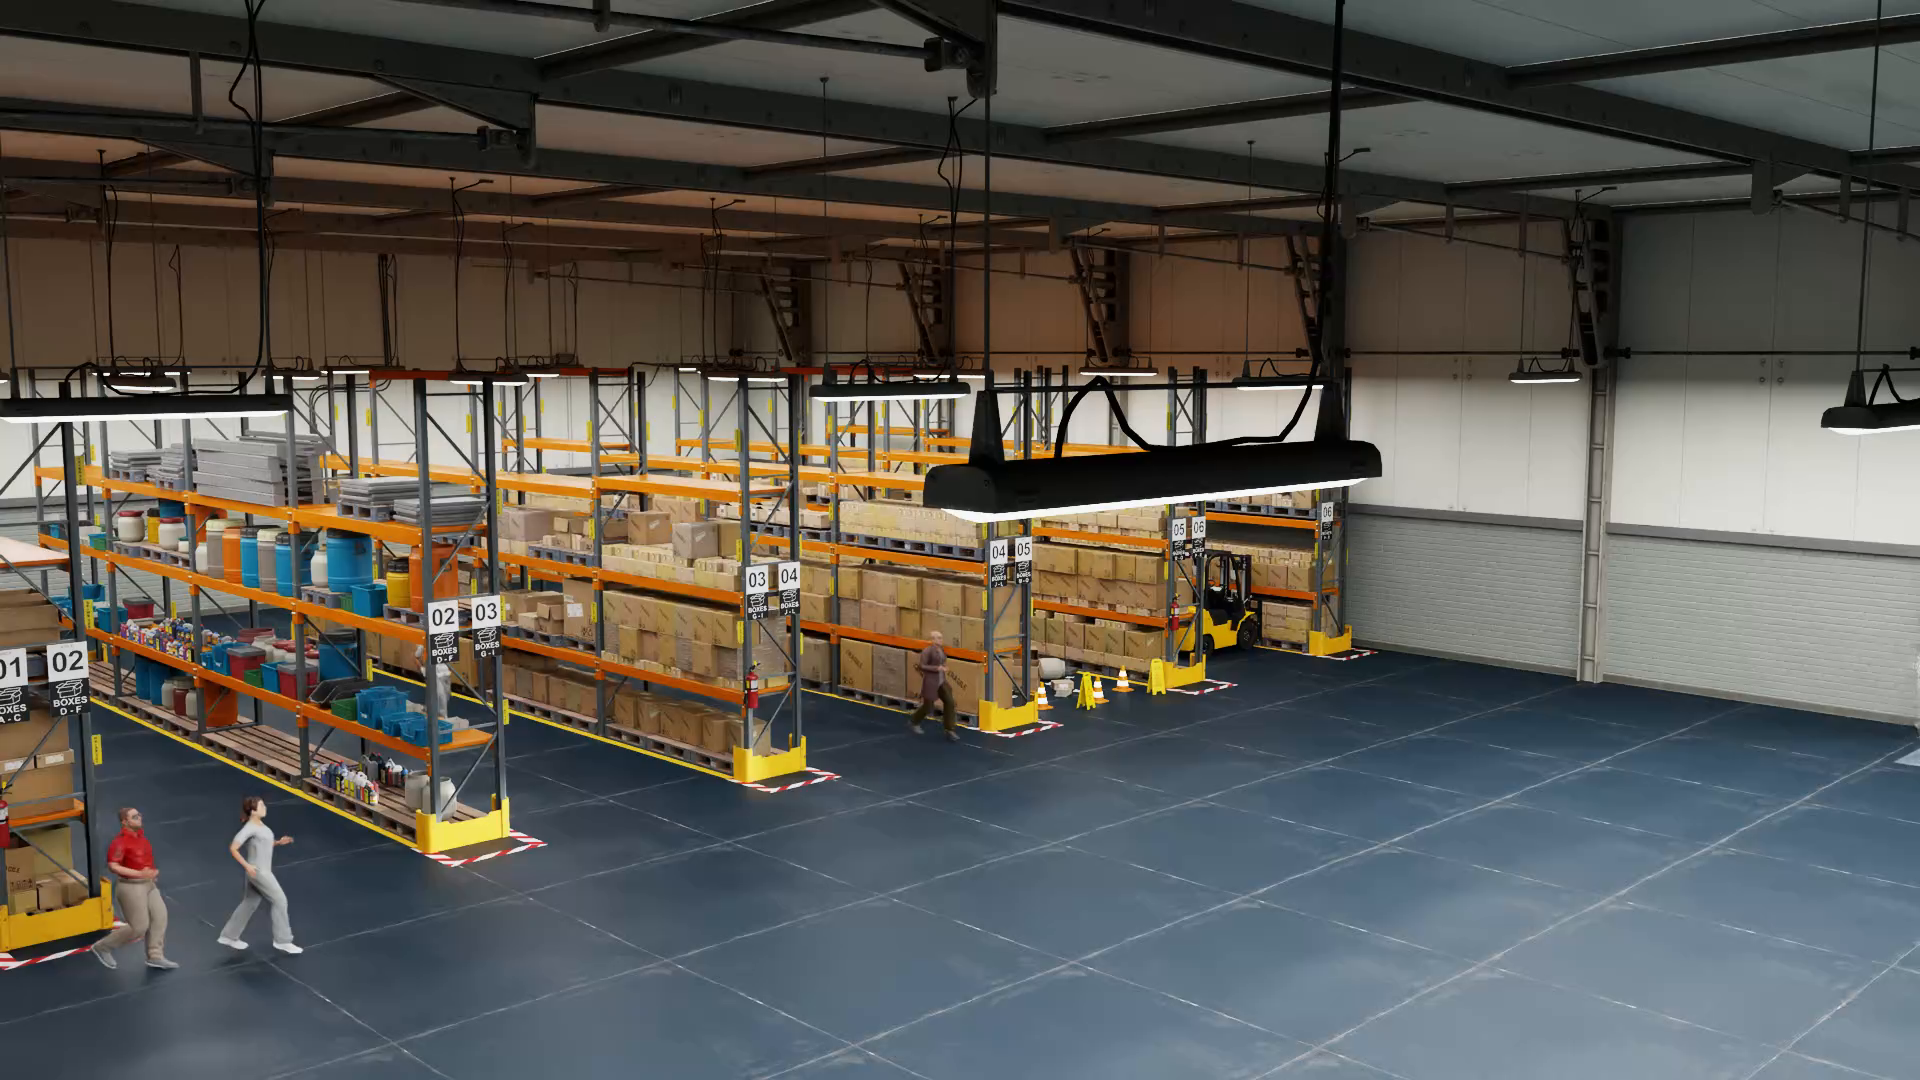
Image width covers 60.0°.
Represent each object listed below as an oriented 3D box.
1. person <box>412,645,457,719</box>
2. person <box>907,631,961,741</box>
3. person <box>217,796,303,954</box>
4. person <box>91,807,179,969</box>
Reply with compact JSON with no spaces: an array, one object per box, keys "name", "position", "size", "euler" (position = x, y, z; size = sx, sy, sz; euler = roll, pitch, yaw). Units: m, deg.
[{"name":"person","position":[-8.786,2.293,27.975],"size":[0.946,1.763,0.696],"euler":[4,8,34]},{"name":"person","position":[-0.451,2.379,27.305],"size":[1.000,1.812,0.732],"euler":[5,8,37]},{"name":"person","position":[-7.376,3.525,17.439],"size":[0.830,1.715,0.543],"euler":[-2,7,-20]},{"name":"person","position":[-8.458,3.582,16.989],"size":[0.787,1.735,0.671],"euler":[-1,6,-5]}]
